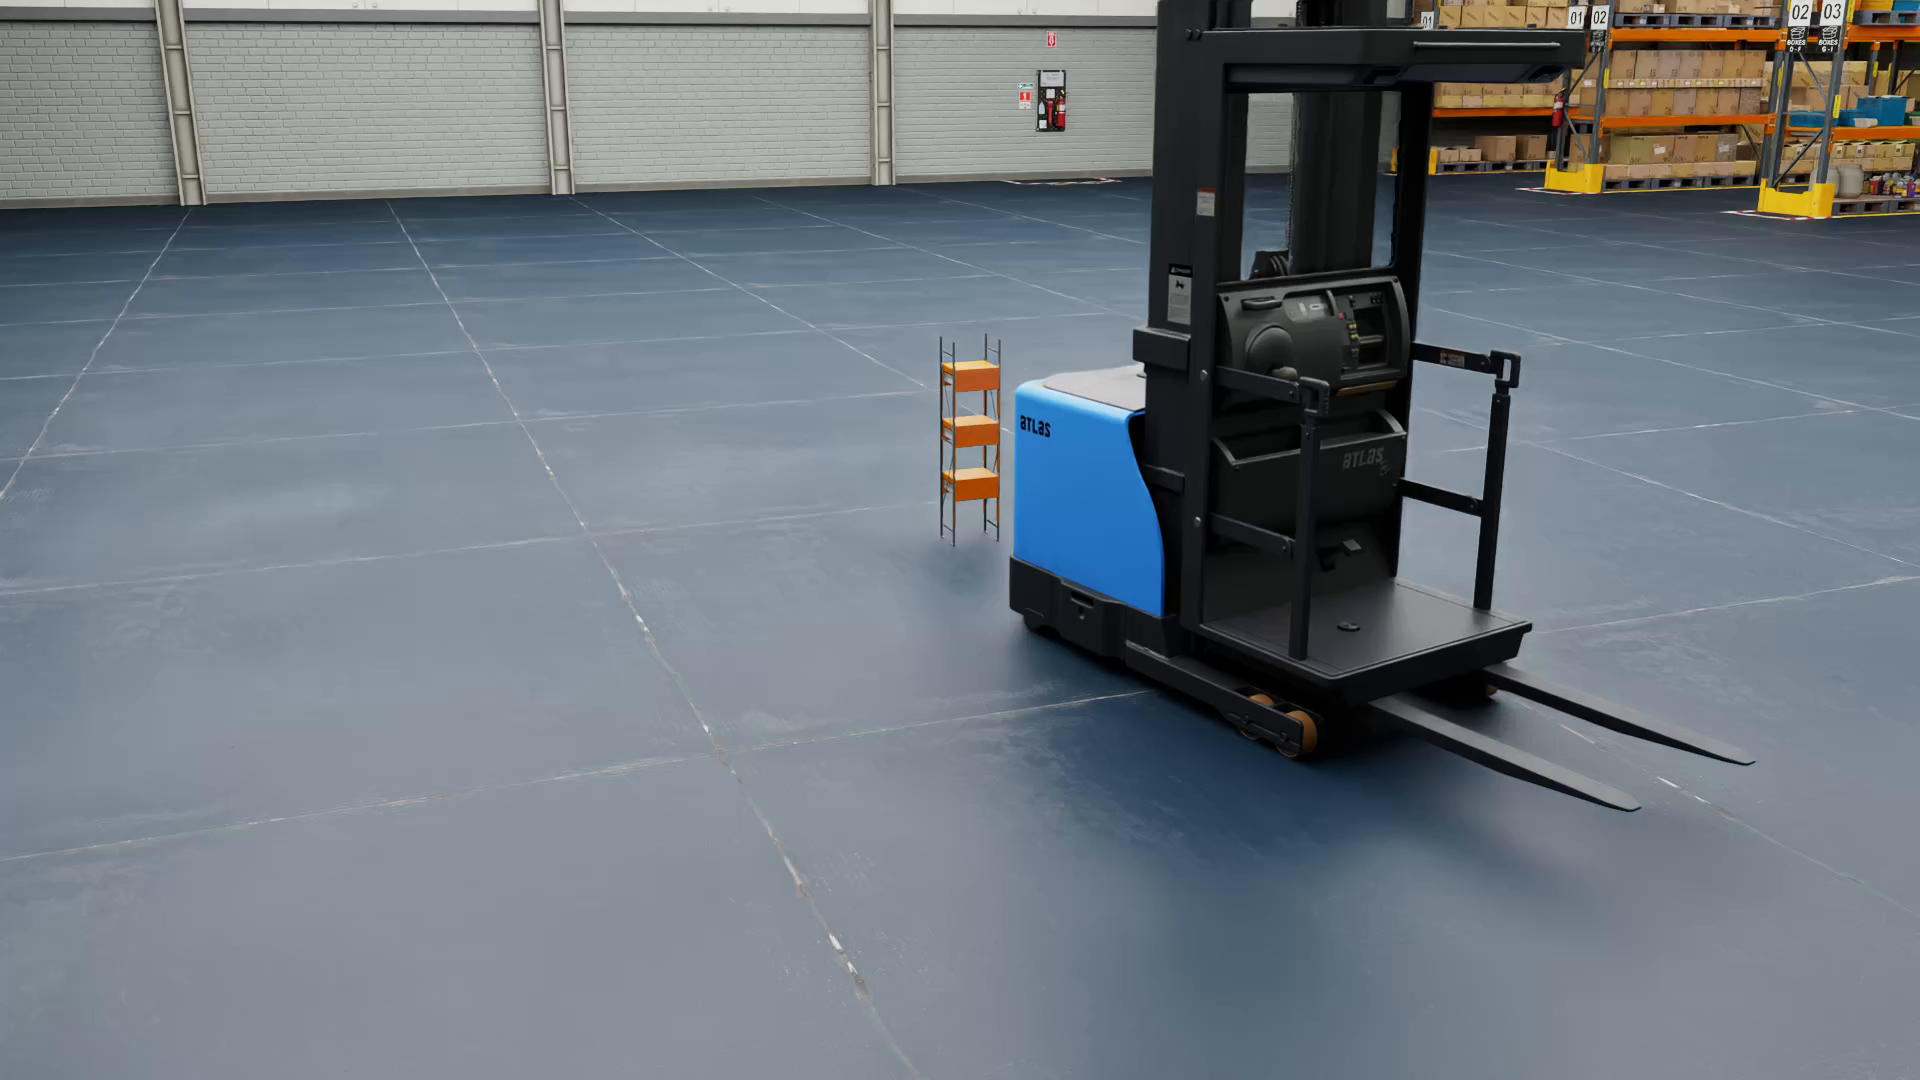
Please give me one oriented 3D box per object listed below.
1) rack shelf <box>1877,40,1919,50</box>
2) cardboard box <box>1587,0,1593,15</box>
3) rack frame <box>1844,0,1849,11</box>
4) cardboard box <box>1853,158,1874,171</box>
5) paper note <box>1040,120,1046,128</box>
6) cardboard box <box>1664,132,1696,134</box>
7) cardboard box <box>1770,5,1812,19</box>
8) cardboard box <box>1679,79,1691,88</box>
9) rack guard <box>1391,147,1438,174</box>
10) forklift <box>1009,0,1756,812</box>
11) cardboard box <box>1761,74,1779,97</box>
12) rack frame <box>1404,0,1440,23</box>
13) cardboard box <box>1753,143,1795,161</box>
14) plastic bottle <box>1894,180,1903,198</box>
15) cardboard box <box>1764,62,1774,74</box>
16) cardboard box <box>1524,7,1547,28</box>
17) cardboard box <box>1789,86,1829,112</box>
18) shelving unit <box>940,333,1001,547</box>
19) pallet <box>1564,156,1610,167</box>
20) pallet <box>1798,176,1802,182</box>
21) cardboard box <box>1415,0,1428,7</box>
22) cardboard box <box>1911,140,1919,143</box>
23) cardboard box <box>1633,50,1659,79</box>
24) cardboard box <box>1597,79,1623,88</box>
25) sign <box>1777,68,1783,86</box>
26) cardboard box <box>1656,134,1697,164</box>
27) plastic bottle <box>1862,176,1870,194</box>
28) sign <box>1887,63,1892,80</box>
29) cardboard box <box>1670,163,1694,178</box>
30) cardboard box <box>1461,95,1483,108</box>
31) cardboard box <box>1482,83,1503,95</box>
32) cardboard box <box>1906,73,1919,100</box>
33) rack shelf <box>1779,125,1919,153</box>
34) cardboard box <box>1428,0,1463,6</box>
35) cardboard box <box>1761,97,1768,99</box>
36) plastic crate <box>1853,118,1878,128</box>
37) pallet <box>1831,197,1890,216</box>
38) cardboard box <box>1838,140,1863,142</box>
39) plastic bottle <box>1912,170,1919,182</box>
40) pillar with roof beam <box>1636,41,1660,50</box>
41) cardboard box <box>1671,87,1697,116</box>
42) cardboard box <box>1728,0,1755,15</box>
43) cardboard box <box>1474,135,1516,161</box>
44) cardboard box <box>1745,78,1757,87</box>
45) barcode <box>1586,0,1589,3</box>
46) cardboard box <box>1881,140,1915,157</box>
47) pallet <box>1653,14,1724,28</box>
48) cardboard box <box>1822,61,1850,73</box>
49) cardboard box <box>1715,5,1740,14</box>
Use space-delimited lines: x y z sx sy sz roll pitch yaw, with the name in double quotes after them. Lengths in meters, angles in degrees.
22.470 -11.621 38.801 4.000 0.370 1.077 -6 17 -20 "rack shelf"
13.671 -11.242 35.309 0.500 0.500 0.500 -4 17 -12 "cardboard box"
12.942 -9.387 24.594 0.127 3.000 1.000 -6 17 -20 "rack frame"
17.289 -7.281 32.204 0.500 0.250 0.500 -6 17 -19 "cardboard box"
1.627 -8.147 32.582 0.142 0.148 0.016 -6 17 -20 "paper note"
13.429 -7.393 31.252 0.500 0.500 0.500 -6 17 -20 "cardboard box"
15.487 -9.844 30.994 0.500 0.250 0.500 -4 17 -14 "cardboard box"
13.052 -8.309 30.242 0.250 0.149 0.380 -6 17 -20 "cardboard box"
9.468 -7.924 34.694 0.348 0.500 1.175 -6 17 -20 "rack guard"
1.457 -0.781 6.055 1.130 2.935 3.031 -11 20 -32 "forklift"
17.905 -10.154 37.112 0.500 0.500 0.500 -6 17 -18 "cardboard box"
9.397 -11.994 33.470 0.127 3.000 1.000 -6 17 -20 "rack frame"
15.383 -7.343 31.420 0.500 0.311 0.500 -6 17 -20 "cardboard box"
14.746 -5.512 26.105 0.097 0.271 0.097 0 16 0 "plastic bottle"
17.885 -10.514 37.008 0.500 0.250 0.500 -6 18 -21 "cardboard box"
11.768 -10.786 34.468 0.500 0.500 0.500 -7 18 -22 "cardboard box"
16.123 -8.390 31.668 0.500 0.500 0.500 -5 17 -16 "cardboard box"
0.050 -0.509 8.469 0.252 1.050 0.215 -6 17 -20 "shelving unit"
13.859 -8.260 36.351 1.213 0.211 1.003 -6 17 -20 "pallet"
16.723 -7.086 32.355 1.213 0.211 1.003 -6 17 -20 "pallet"
9.706 -11.204 34.118 0.500 0.500 0.500 -5 17 -18 "cardboard box"
19.433 -7.787 33.447 0.500 0.500 0.500 -5 17 -18 "cardboard box"
12.152 -8.586 30.034 0.500 0.500 0.700 -7 18 -22 "cardboard box"
11.616 -8.155 29.715 0.250 0.149 0.380 -6 18 -20 "cardboard box"
15.108 -8.523 30.622 0.005 0.325 0.100 -6 17 -20 "sign"
13.155 -7.201 30.599 0.500 0.500 0.500 -6 17 -20 "cardboard box"
14.603 -5.734 26.840 0.133 0.283 0.061 -6 17 -19 "plastic bottle"
18.440 -9.278 32.956 0.005 0.325 0.100 -6 17 -20 "sign"
13.155 -6.841 30.705 0.500 0.250 0.500 -6 17 -20 "cardboard box"
10.446 -9.075 34.408 0.500 0.250 0.500 -7 18 -22 "cardboard box"
10.900 -9.480 34.455 0.500 0.500 0.500 -7 18 -22 "cardboard box"
19.191 -8.962 32.869 0.500 0.500 0.700 -13 21 -38 "cardboard box"
14.809 -6.365 26.227 4.000 0.370 1.077 -6 17 -20 "rack shelf"
9.844 -11.067 33.650 0.500 0.500 0.500 -8 18 -24 "cardboard box"
17.774 -9.811 37.095 0.250 0.149 0.380 -6 17 -18 "cardboard box"
13.893 -6.388 25.496 0.250 0.136 0.298 -6 17 -20 "plastic crate"
13.757 -5.271 26.175 1.213 0.211 1.003 -6 17 -20 "pallet"
17.562 -7.740 32.770 0.500 0.311 0.500 -7 18 -21 "cardboard box"
15.599 -5.861 27.154 0.185 0.351 0.144 -7 18 -22 "plastic bottle"
16.884 -11.764 32.689 0.400 9.000 9.100 -6 17 -20 "pillar with roof beam"
13.058 -8.061 30.547 0.500 0.500 0.700 -6 17 -18 "cardboard box"
14.343 -9.990 30.800 0.500 0.500 0.500 -5 17 -16 "cardboard box"
11.310 -8.292 35.166 0.500 0.500 0.700 -7 18 -24 "cardboard box"
14.499 -8.467 30.778 0.250 0.149 0.380 -7 18 -21 "cardboard box"
11.282 -9.688 29.910 0.075 0.075 0.001 -6 17 -20 "barcode"
18.242 -7.653 32.474 0.500 0.311 0.500 -6 17 -19 "cardboard box"
12.984 -9.398 30.111 1.213 0.211 1.003 -6 17 -20 "pallet"
19.777 -10.722 37.715 0.500 0.250 0.500 -6 17 -19 "cardboard box"
13.880 -9.610 30.127 0.250 0.149 0.380 -6 17 -20 "cardboard box"
